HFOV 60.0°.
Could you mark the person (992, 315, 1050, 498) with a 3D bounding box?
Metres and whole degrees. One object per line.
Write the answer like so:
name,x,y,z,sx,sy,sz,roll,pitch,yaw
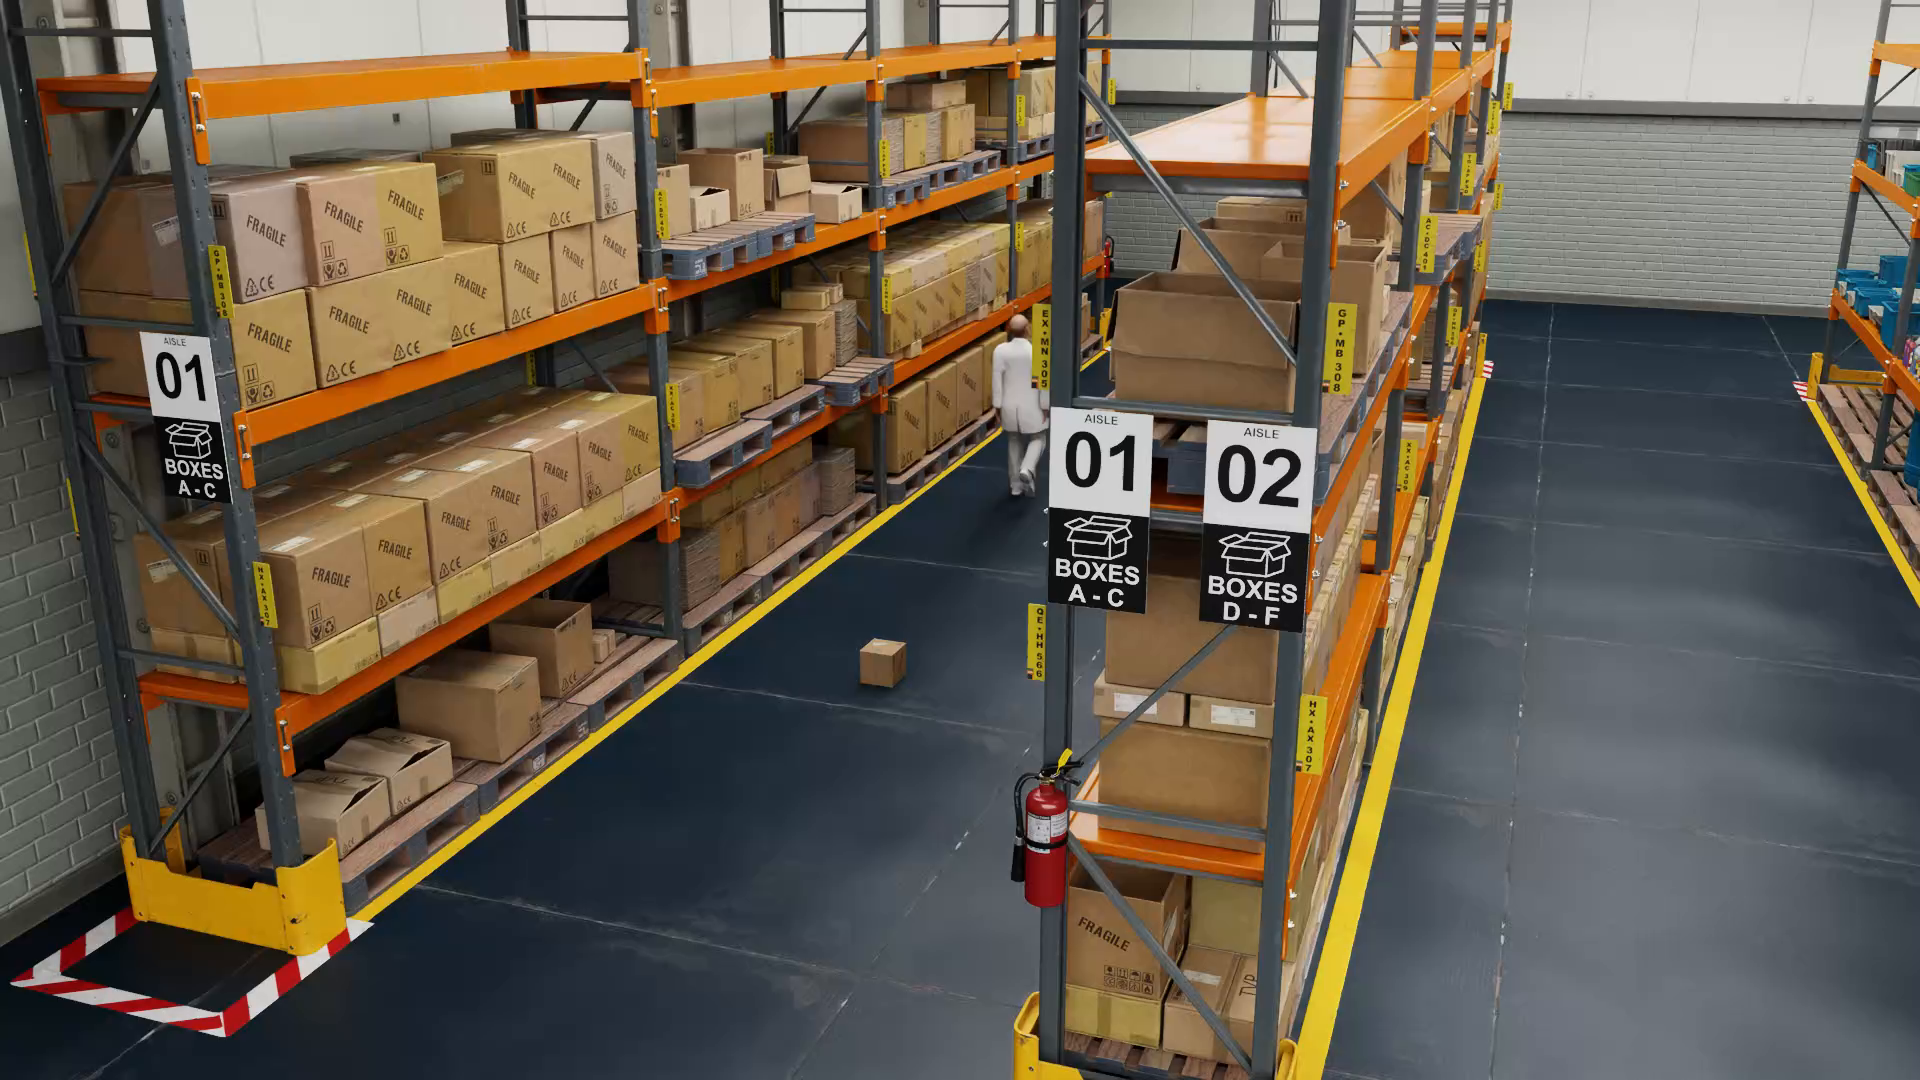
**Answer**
person,0.586,-1.271,15.841,0.576,1.764,0.680,5,19,14
